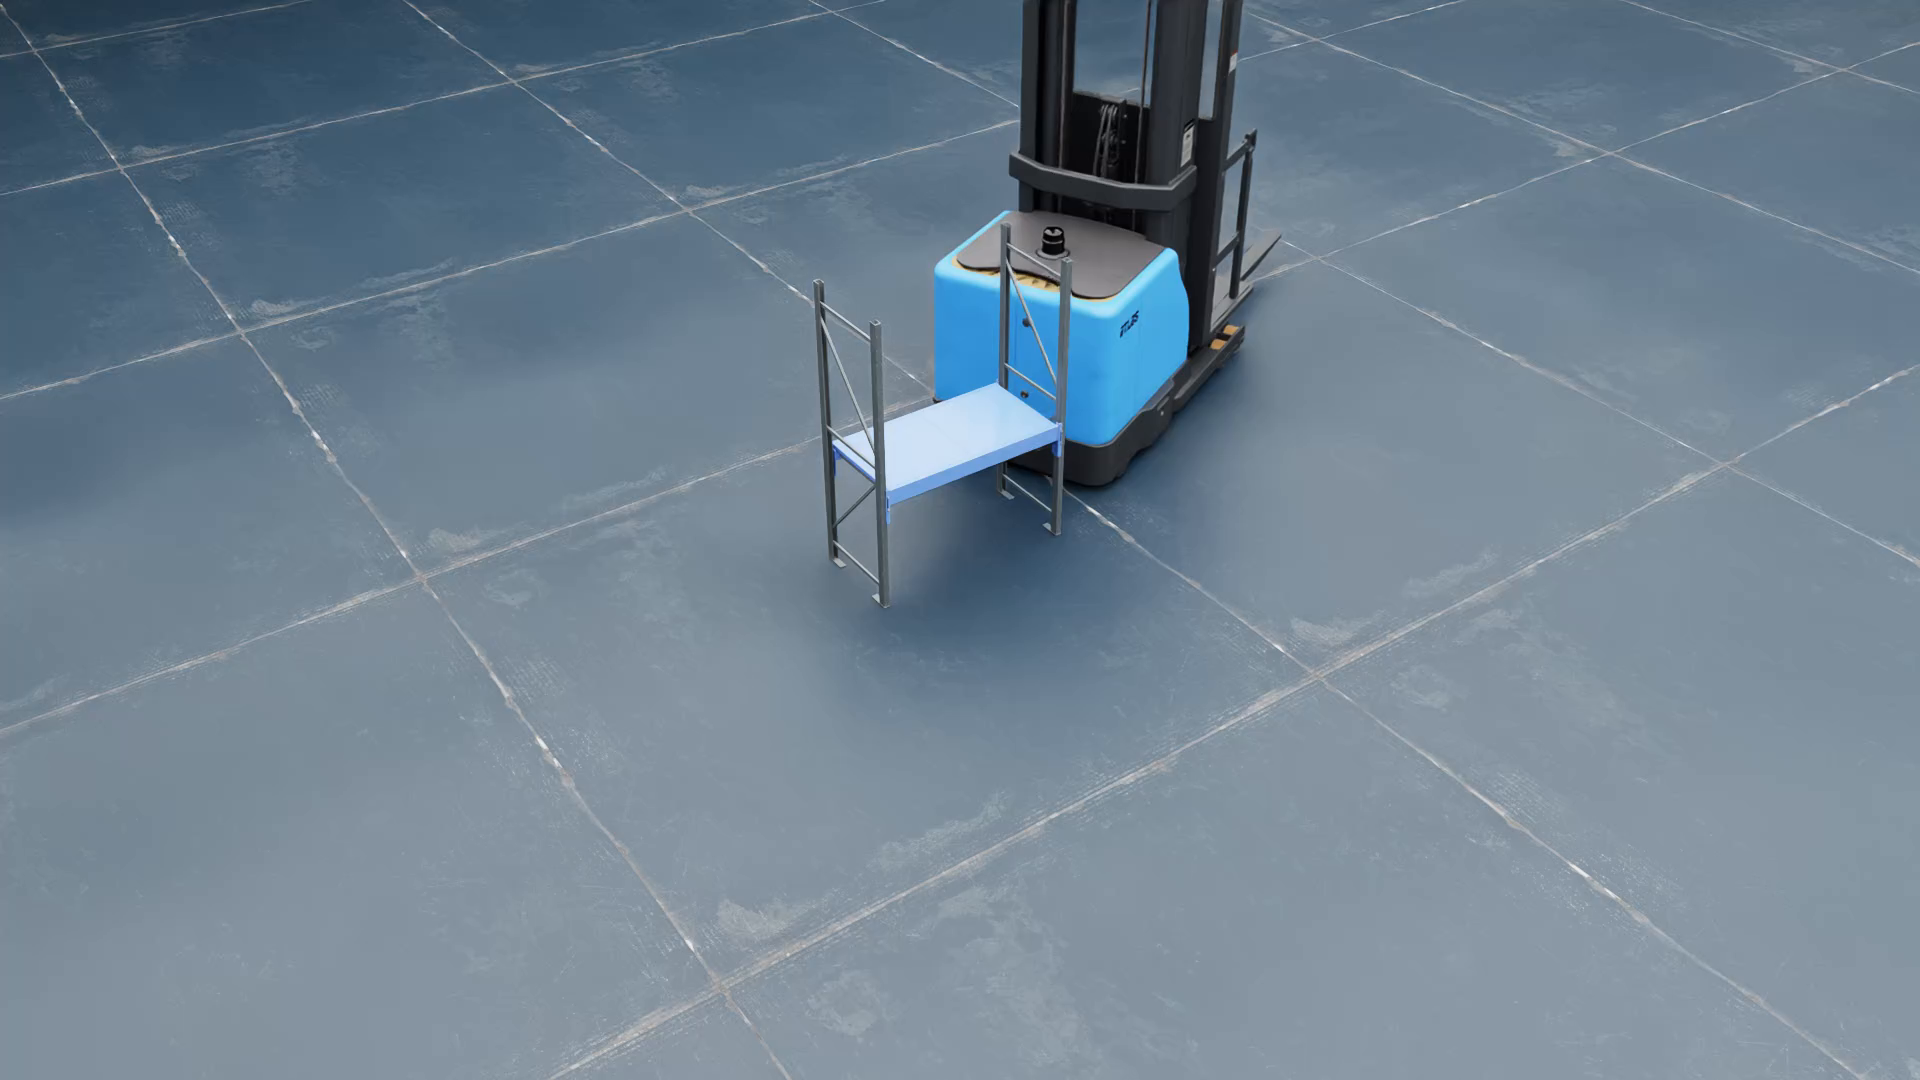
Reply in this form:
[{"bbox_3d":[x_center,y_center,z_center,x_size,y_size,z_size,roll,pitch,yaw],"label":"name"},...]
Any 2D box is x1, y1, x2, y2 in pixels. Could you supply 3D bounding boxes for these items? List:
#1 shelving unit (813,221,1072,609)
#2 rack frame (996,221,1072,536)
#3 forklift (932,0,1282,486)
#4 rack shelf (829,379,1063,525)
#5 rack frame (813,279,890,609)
[{"bbox_3d":[-0.070,-0.580,7.772,1.048,1.500,0.538,-22,41,-28],"label":"shelving unit"},{"bbox_3d":[0.346,-0.751,8.010,0.032,1.500,0.500,-22,41,-28],"label":"rack frame"},{"bbox_3d":[1.016,-2.305,8.945,1.130,2.935,3.031,18,40,24],"label":"forklift"},{"bbox_3d":[-0.070,-0.434,7.877,1.000,0.185,0.538,-22,41,-28],"label":"rack shelf"},{"bbox_3d":[-0.485,-0.409,7.534,0.032,1.500,0.500,-22,41,-28],"label":"rack frame"}]
